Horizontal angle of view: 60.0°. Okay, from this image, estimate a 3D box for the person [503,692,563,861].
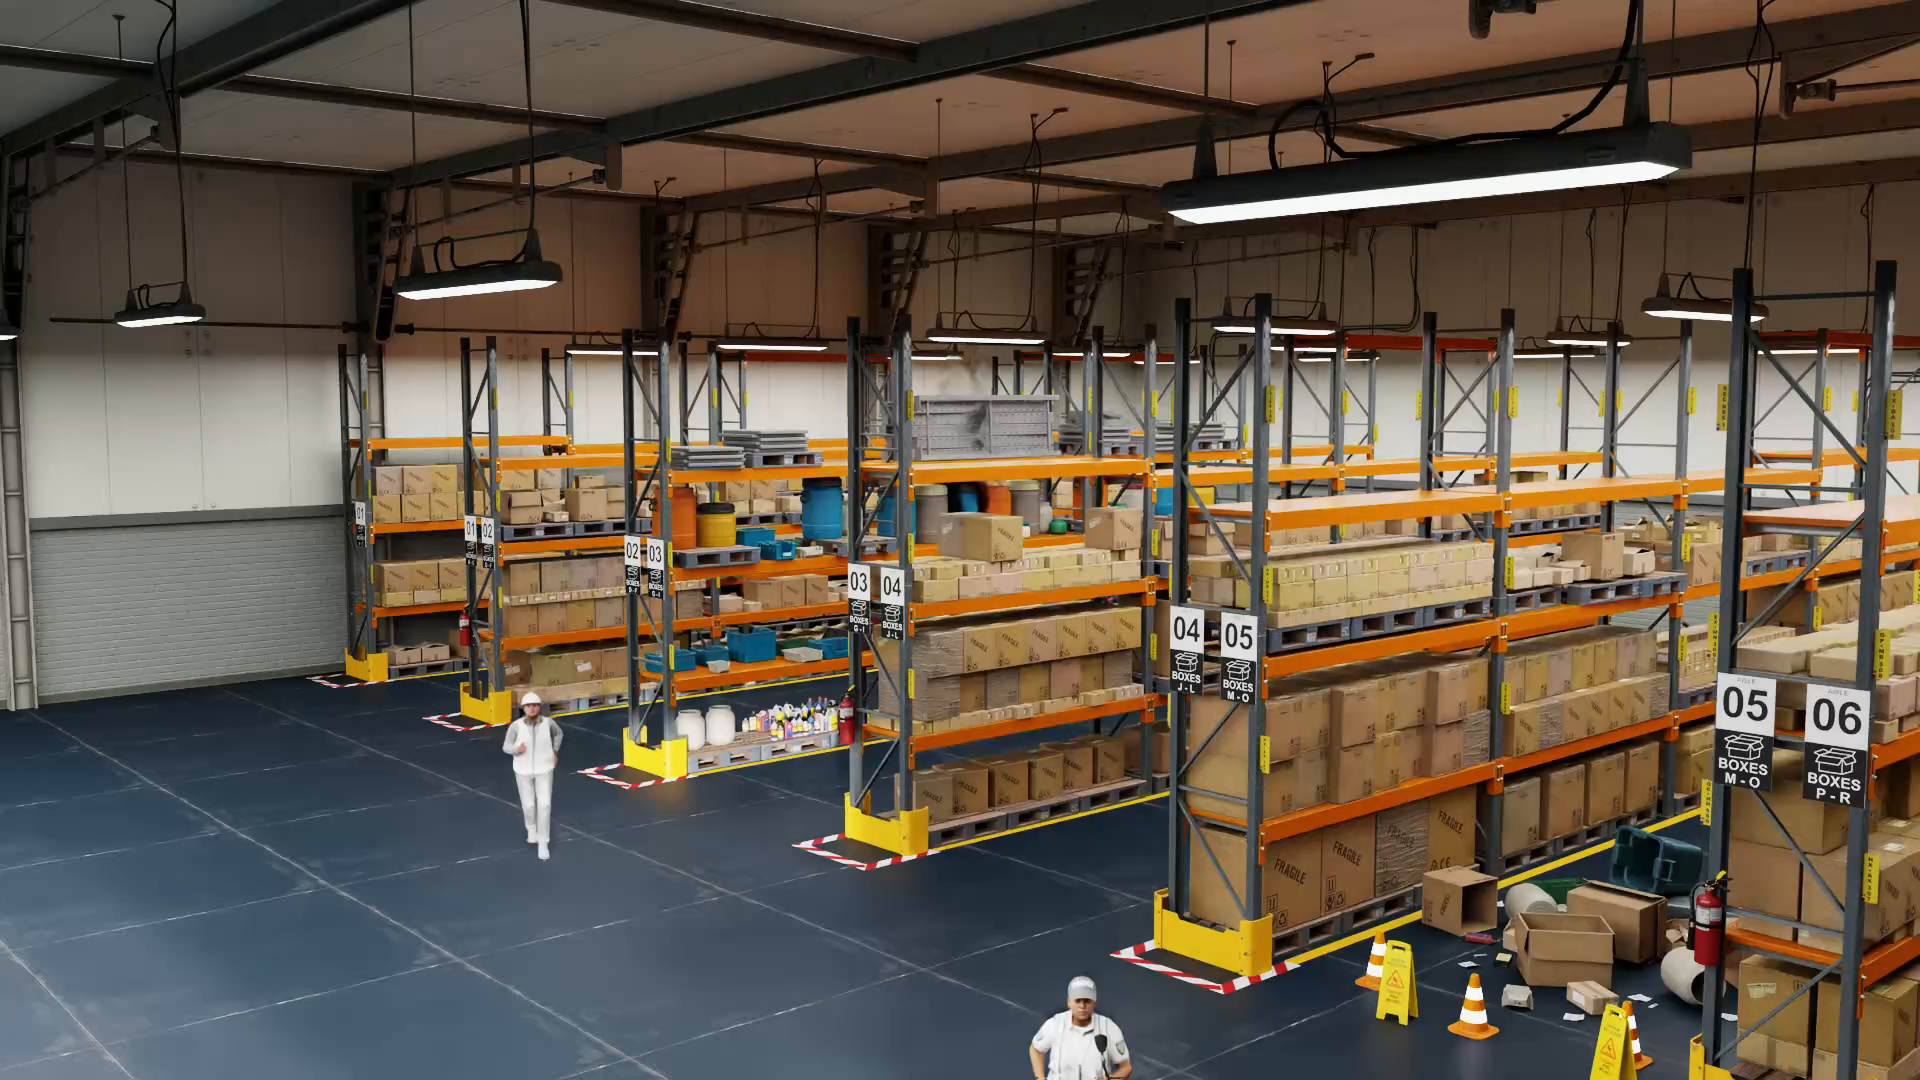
[{"bbox_3d":[-4.775,2.601,18.614,0.651,1.811,0.854,-1,5,-13],"label":"person"}]

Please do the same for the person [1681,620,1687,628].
[{"bbox_3d":[10.704,2.056,24.936,0.639,1.755,0.684,-4,7,-39],"label":"person"}]

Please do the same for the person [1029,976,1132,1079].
[{"bbox_3d":[0.729,3.442,10.059,0.619,1.640,0.877,0,5,1],"label":"person"}]

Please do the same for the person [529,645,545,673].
[{"bbox_3d":[-7.273,1.784,28.549,0.546,1.677,0.641,5,7,43],"label":"person"}]
